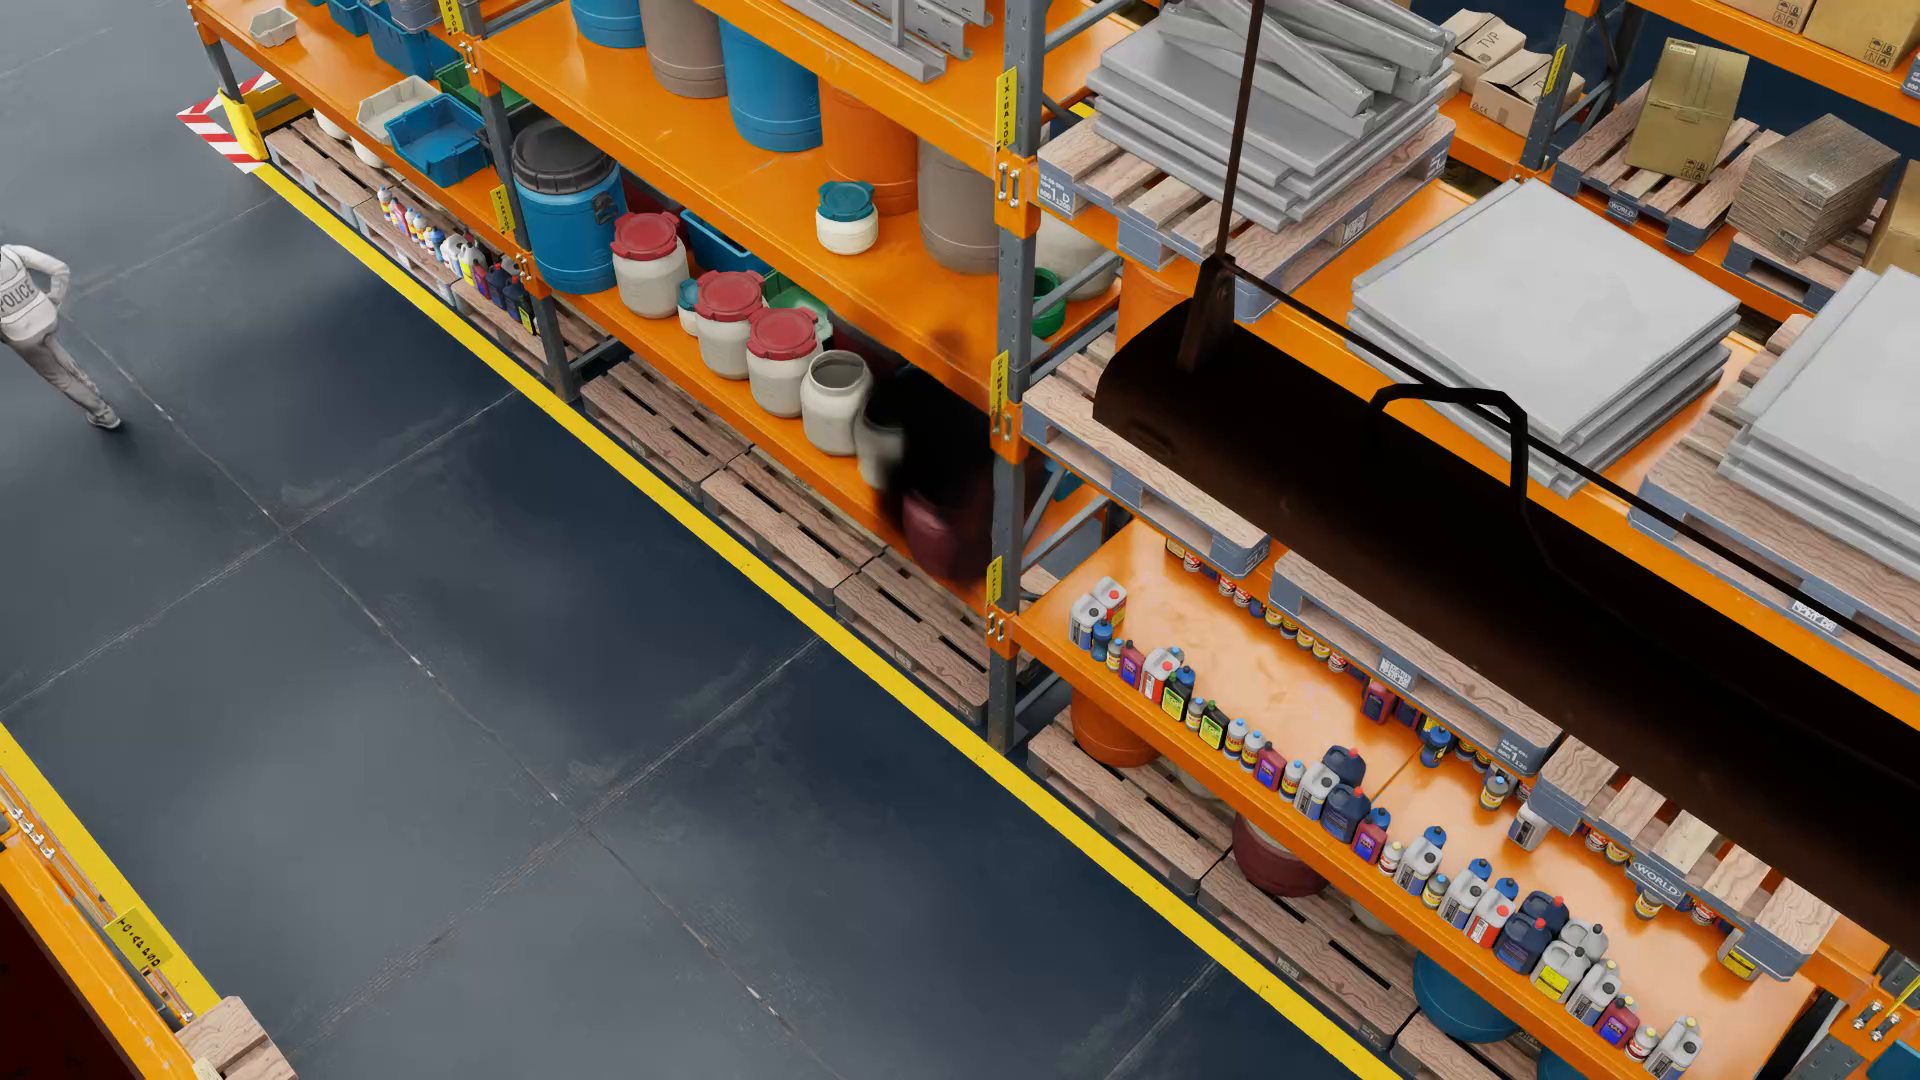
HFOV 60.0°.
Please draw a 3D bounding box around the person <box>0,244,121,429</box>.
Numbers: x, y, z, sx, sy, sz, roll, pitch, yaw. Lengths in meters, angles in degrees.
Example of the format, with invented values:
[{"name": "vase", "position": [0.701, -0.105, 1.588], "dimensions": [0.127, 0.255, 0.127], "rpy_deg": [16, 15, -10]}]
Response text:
[{"name": "person", "position": [-5.844, -1.361, 10.430], "dimensions": [0.664, 1.649, 0.607], "rpy_deg": [22, 54, 18]}]
